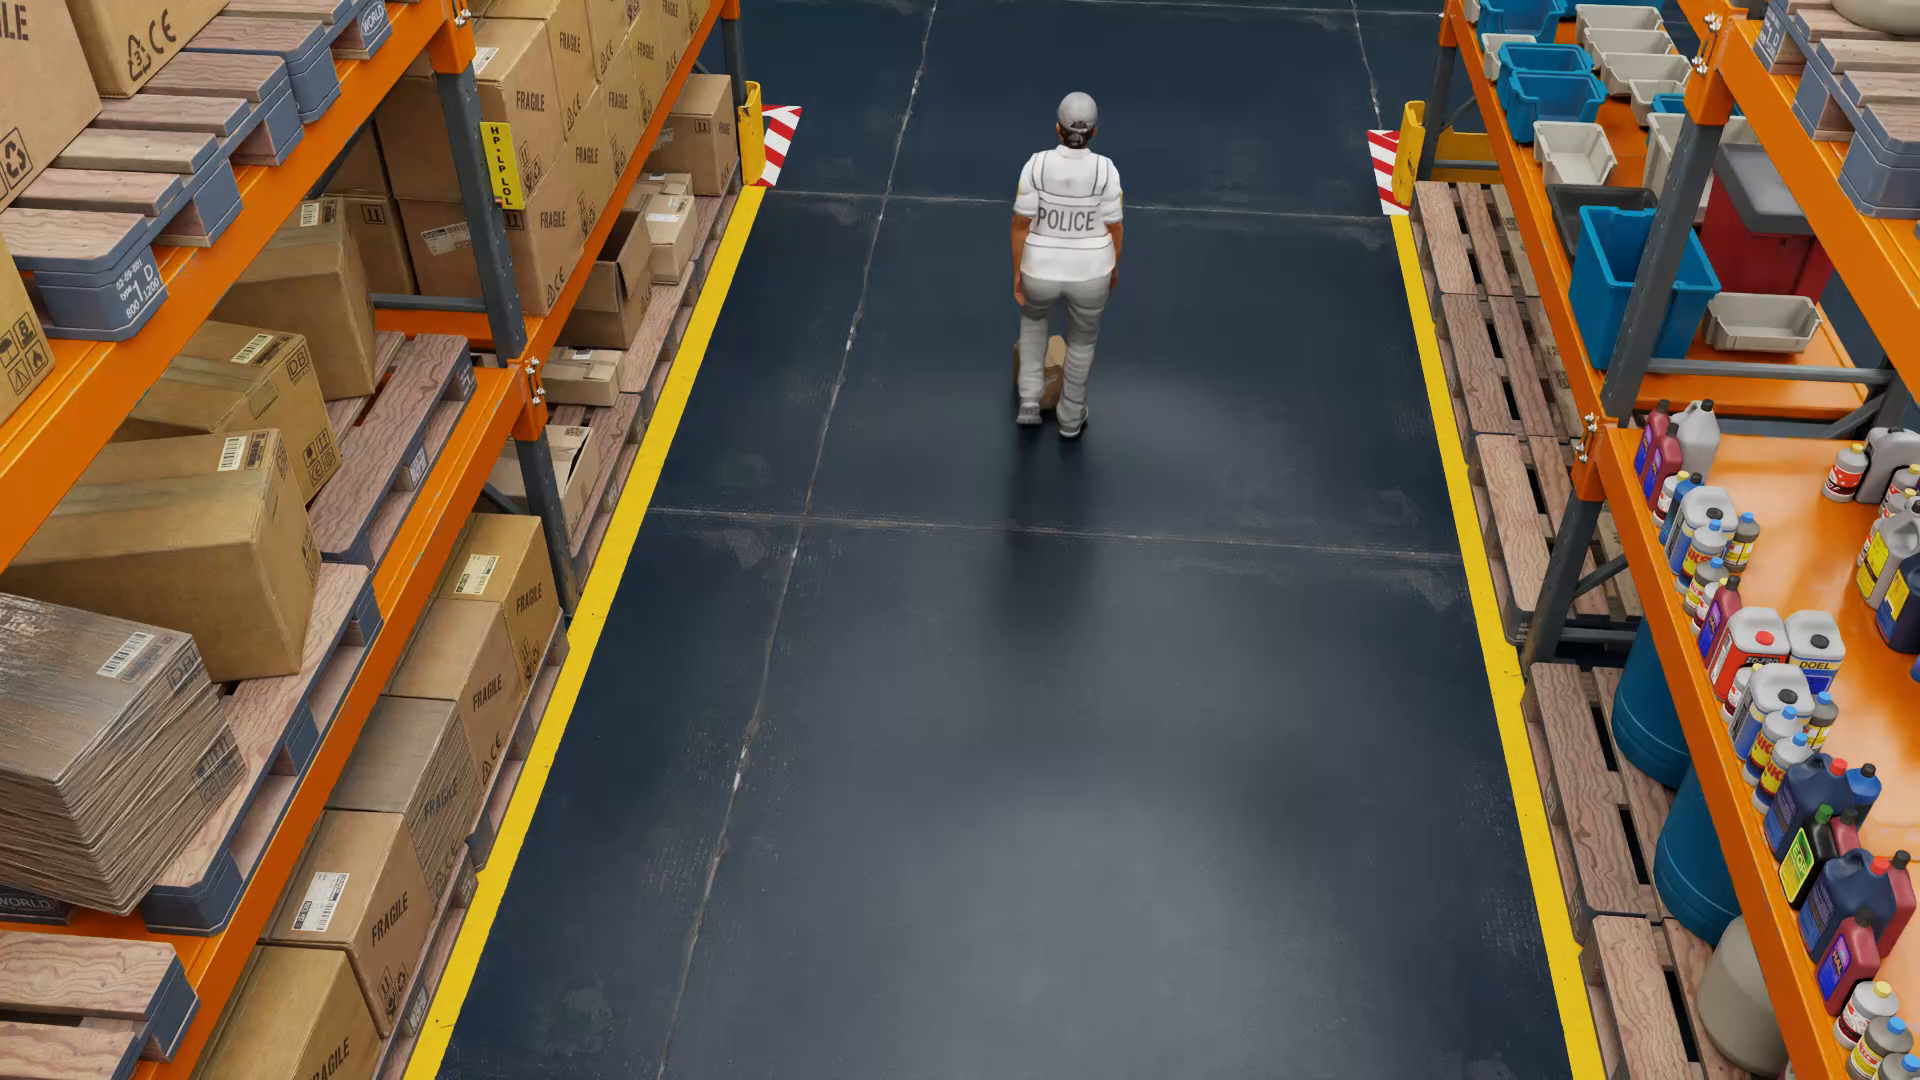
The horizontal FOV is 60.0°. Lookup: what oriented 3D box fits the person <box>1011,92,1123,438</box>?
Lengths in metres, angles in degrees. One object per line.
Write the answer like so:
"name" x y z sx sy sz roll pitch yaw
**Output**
"person" 0.483 -1.223 7.595 0.493 1.690 0.449 7 41 8
